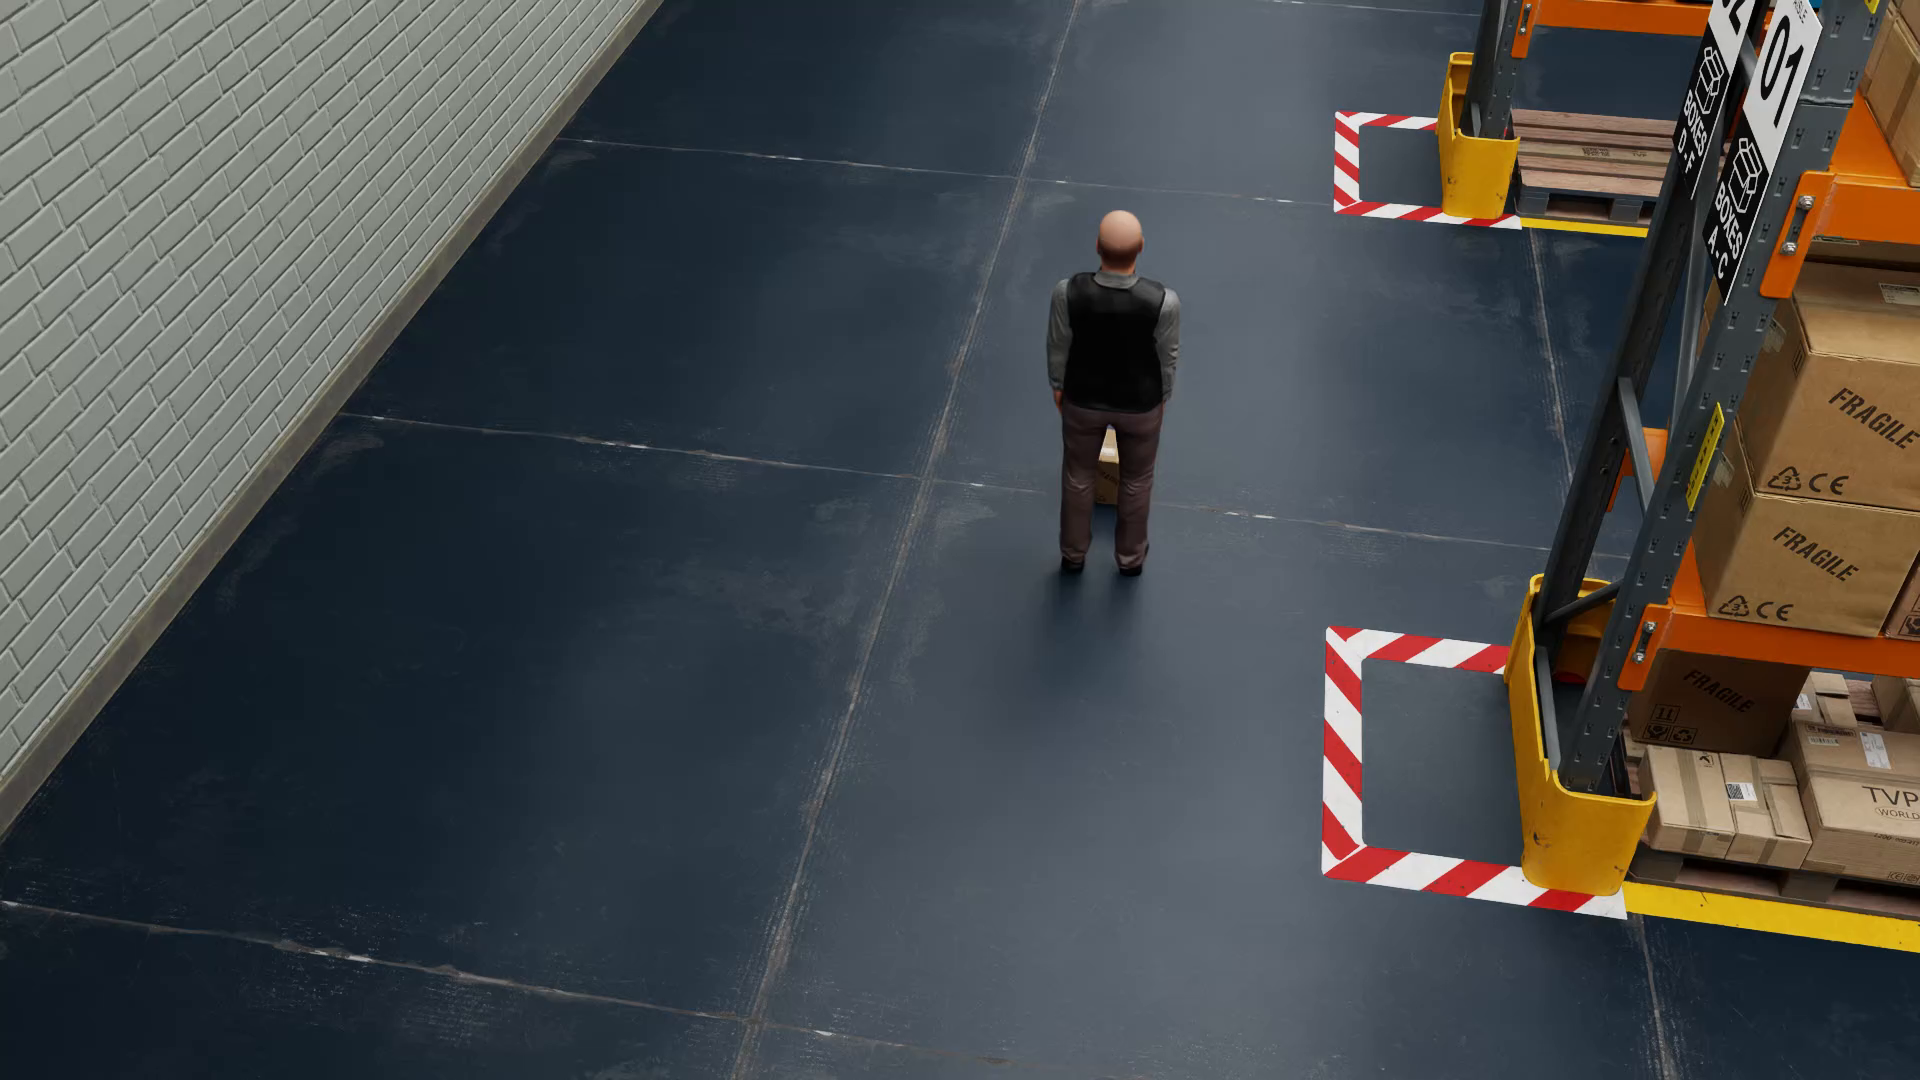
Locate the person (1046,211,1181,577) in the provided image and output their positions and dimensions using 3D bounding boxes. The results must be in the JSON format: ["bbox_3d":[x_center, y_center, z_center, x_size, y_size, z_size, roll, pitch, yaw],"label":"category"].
[{"bbox_3d":[0.615,-0.584,6.880,0.533,1.724,0.359,7,41,9],"label":"person"}]
